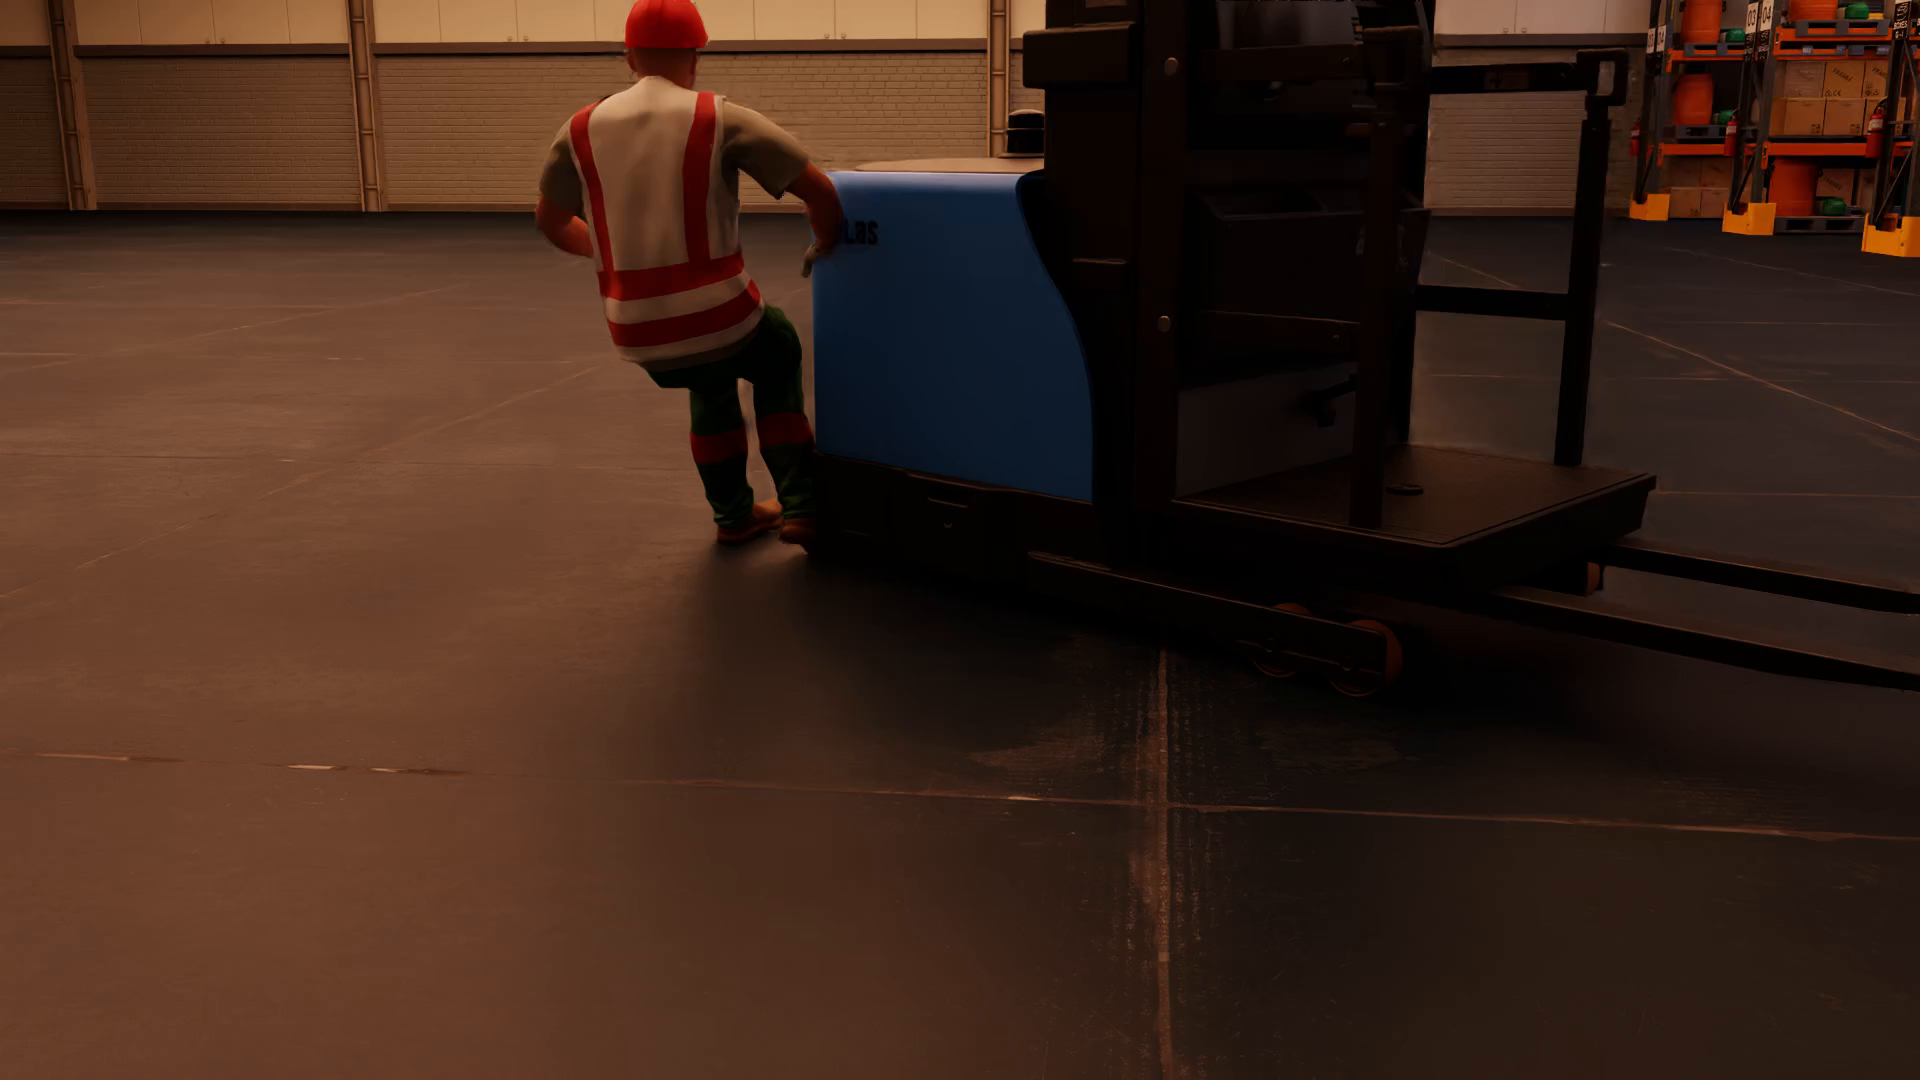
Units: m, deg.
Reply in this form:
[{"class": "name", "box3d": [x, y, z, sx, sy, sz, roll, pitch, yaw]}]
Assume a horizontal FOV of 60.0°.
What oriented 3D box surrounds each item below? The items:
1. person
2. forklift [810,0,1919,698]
[{"class": "person", "box3d": [-0.696, -0.686, 4.575, 0.817, 1.547, 0.882, 1, 13, 5]}, {"class": "forklift", "box3d": [0.994, -1.226, 3.755, 3.031, 2.935, 1.130, 12, 18, 42]}]
